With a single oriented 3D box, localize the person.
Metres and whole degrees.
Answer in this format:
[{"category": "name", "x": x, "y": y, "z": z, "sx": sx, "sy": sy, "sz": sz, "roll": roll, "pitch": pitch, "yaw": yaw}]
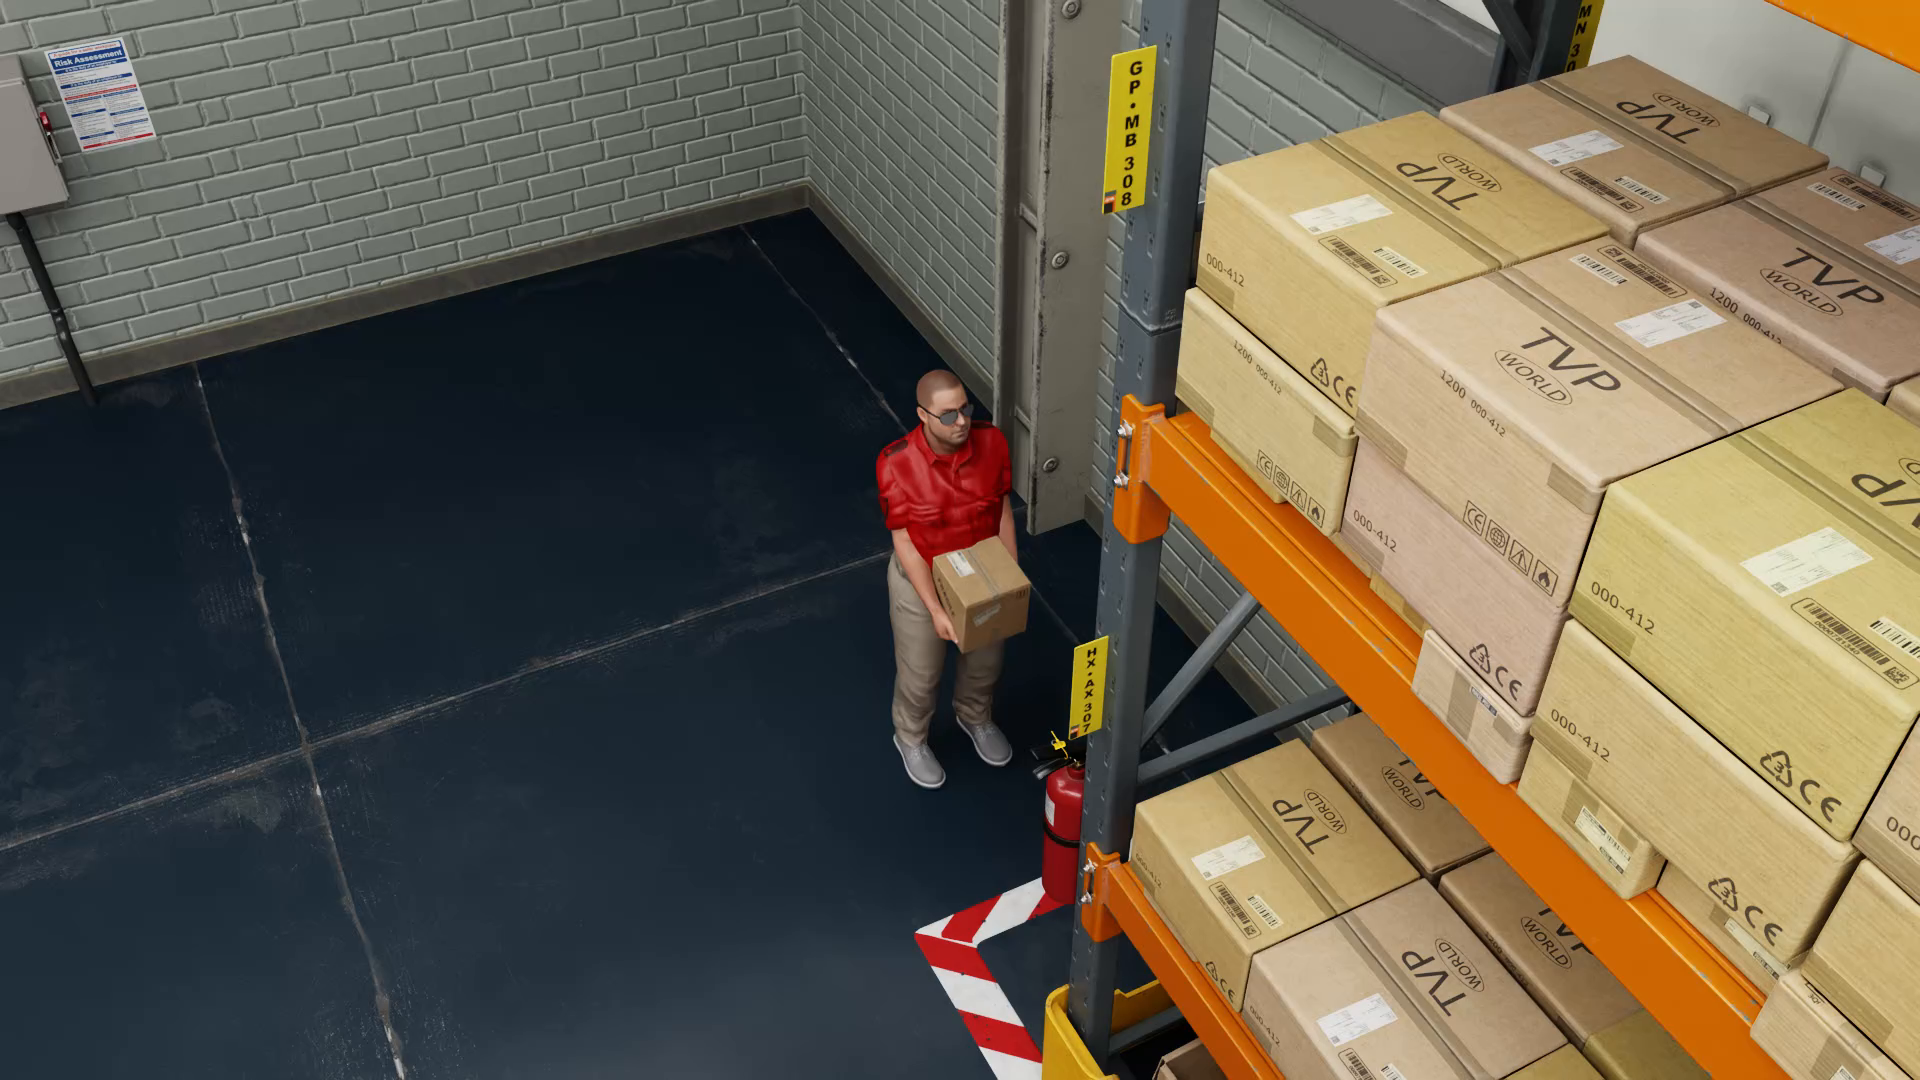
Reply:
[{"category": "person", "x": 0.004, "y": 0.200, "z": 5.954, "sx": 0.493, "sy": 1.707, "sz": 0.530, "roll": -19, "pitch": 44, "yaw": -20}]
